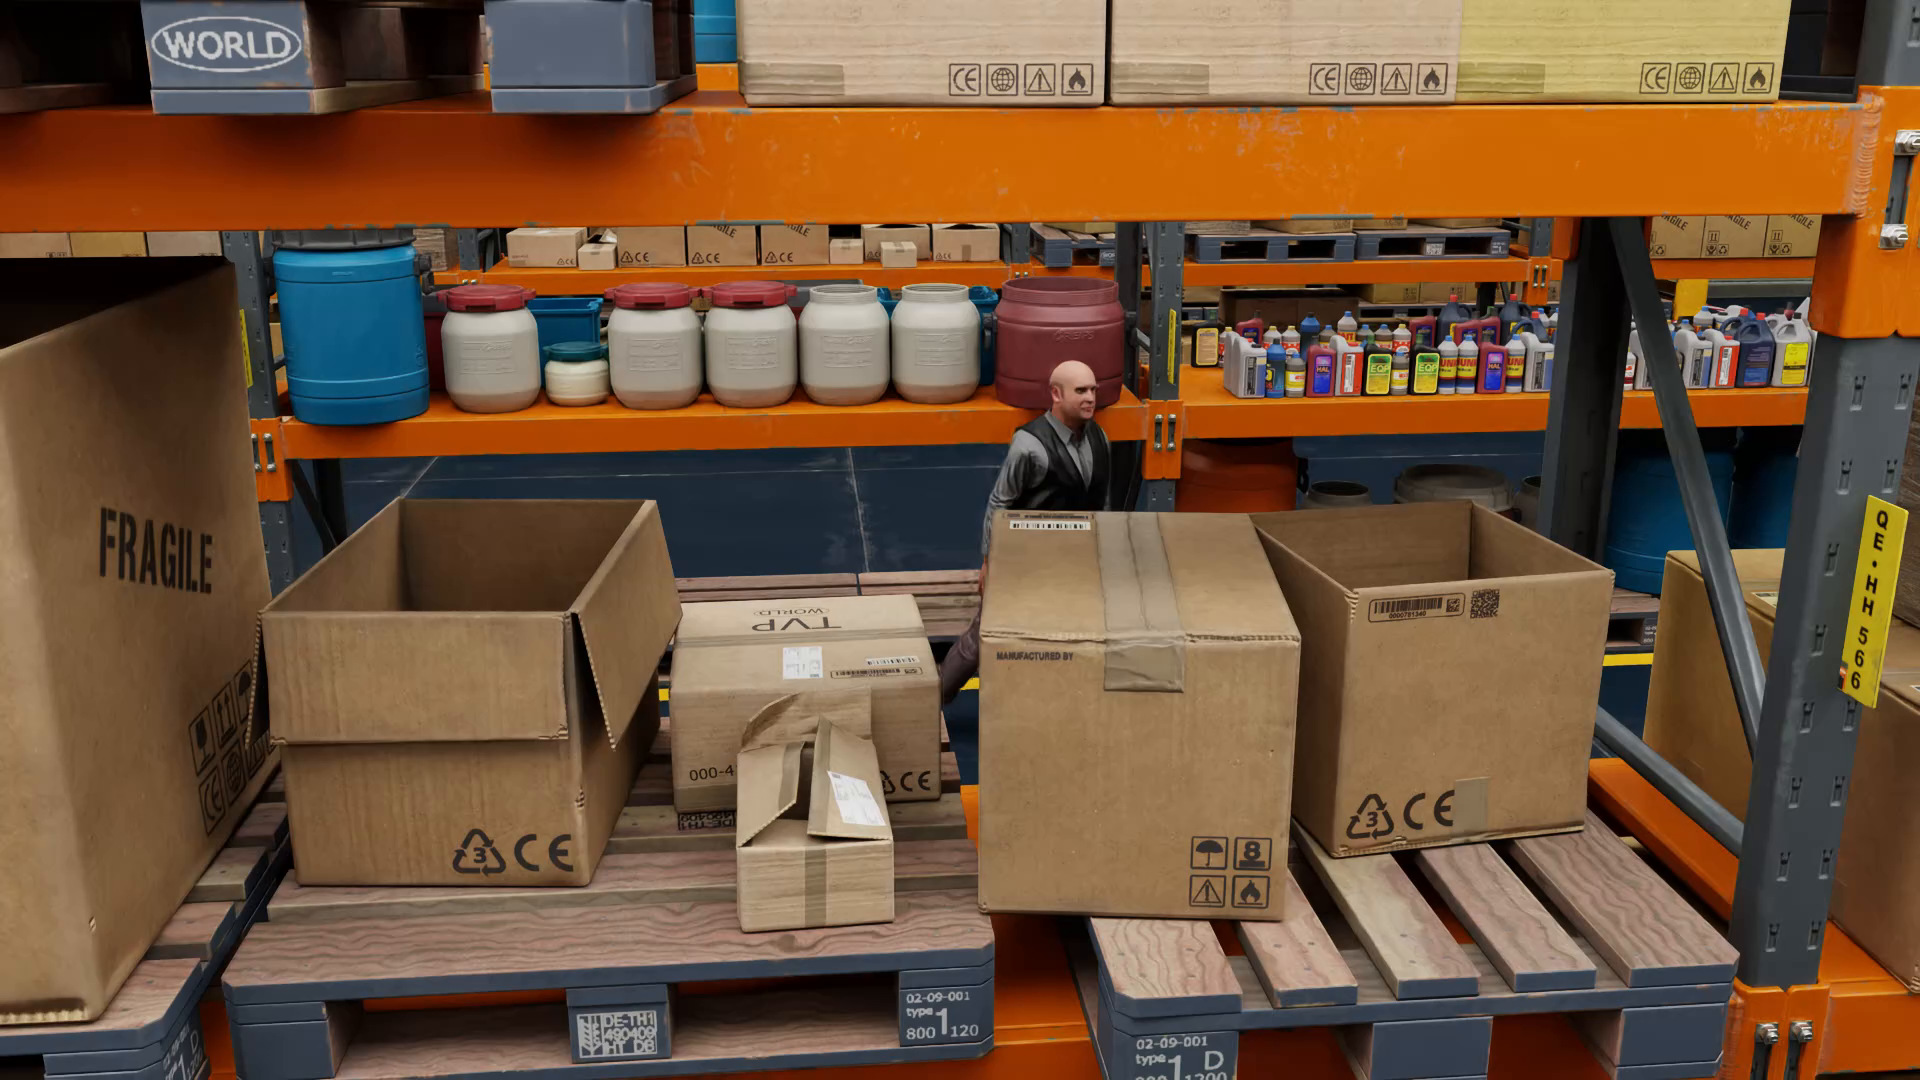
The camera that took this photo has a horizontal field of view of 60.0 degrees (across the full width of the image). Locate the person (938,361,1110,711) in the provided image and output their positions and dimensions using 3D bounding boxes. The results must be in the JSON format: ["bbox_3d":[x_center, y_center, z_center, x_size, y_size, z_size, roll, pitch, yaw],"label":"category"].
[{"bbox_3d":[0.288,0.077,6.885,0.770,1.673,0.890,-14,21,-38],"label":"person"}]
